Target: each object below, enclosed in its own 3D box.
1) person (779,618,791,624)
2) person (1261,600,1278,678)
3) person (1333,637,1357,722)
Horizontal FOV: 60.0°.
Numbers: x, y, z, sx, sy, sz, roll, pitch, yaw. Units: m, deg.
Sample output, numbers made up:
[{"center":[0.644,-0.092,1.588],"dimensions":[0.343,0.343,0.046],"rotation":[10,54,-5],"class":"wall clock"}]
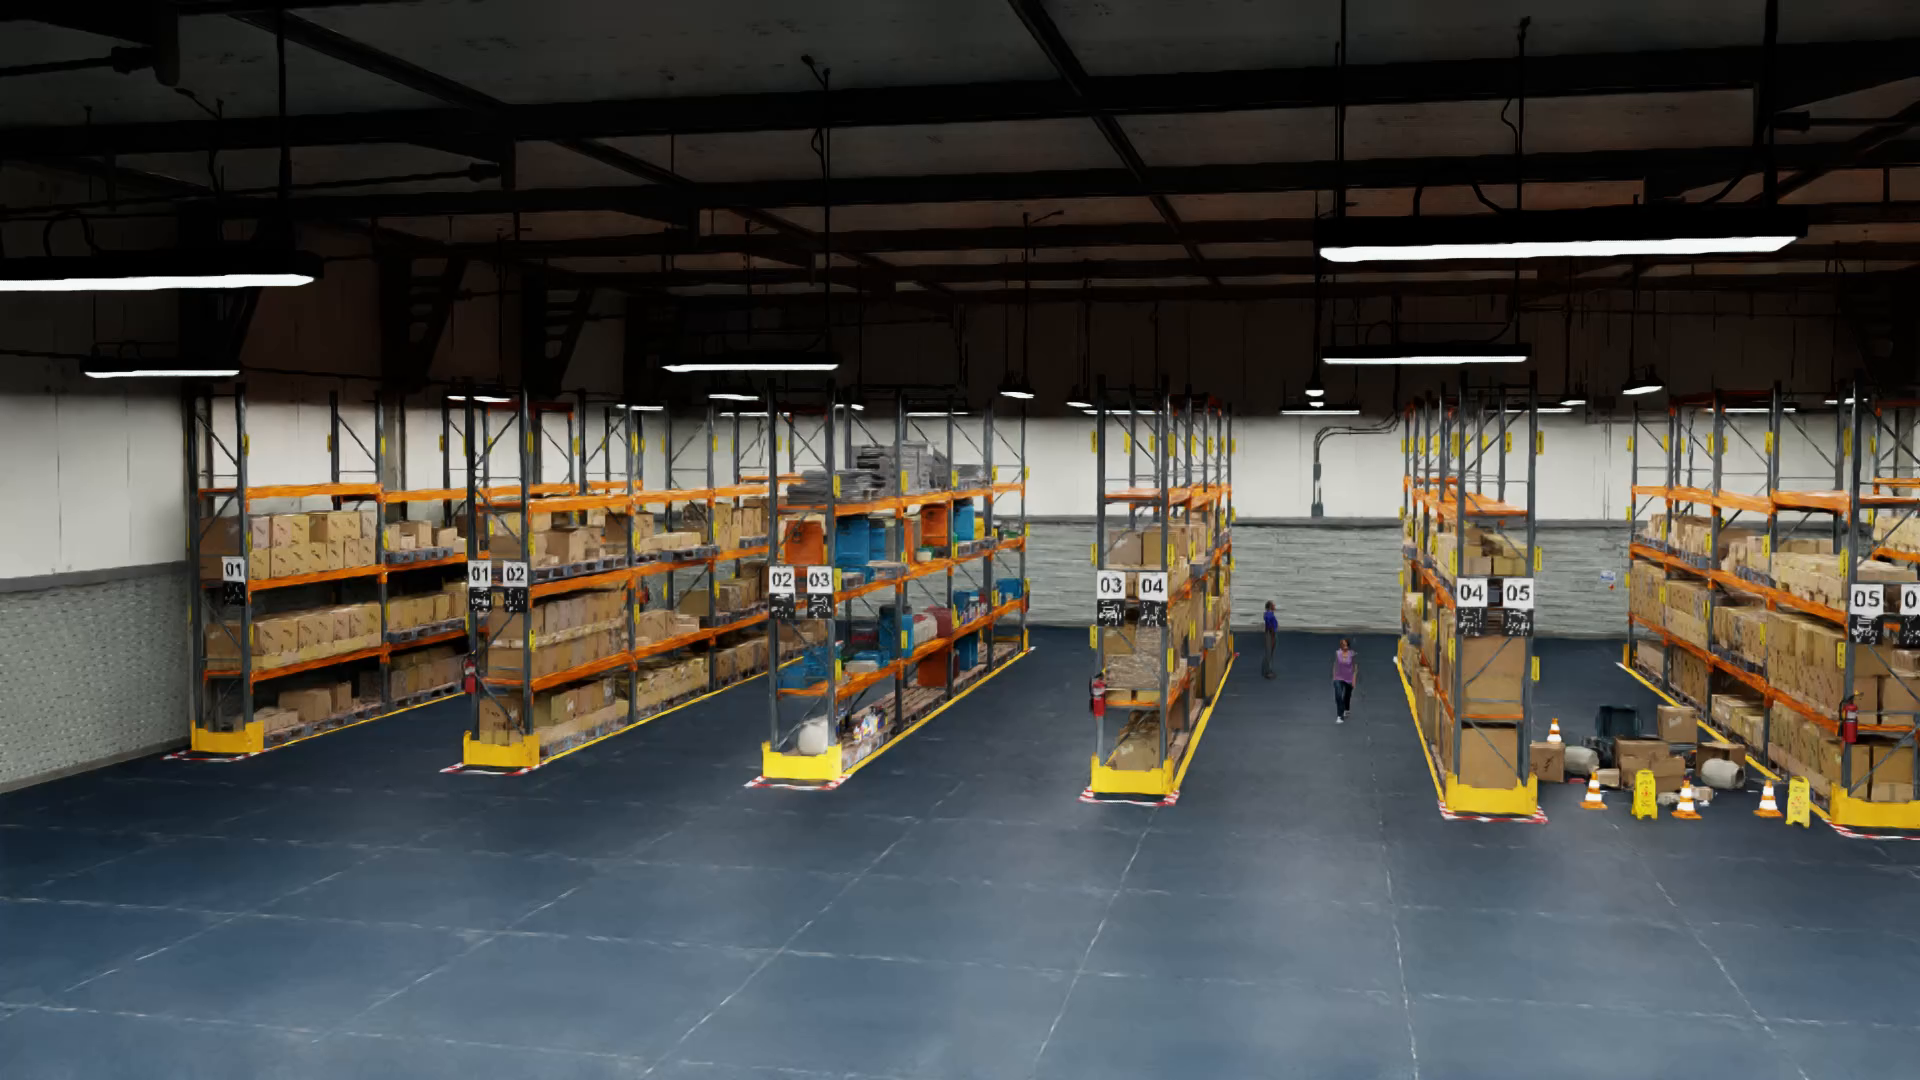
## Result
[{"center":[-4.560,1.687,43.233],"dimensions":[0.623,1.660,0.566],"rotation":[-3,4,-38],"class":"person"},{"center":[6.666,2.113,35.784],"dimensions":[0.374,1.658,0.585],"rotation":[0,3,1],"class":"person"},{"center":[6.975,2.508,30.099],"dimensions":[0.415,1.517,1.041],"rotation":[1,3,10],"class":"person"}]
